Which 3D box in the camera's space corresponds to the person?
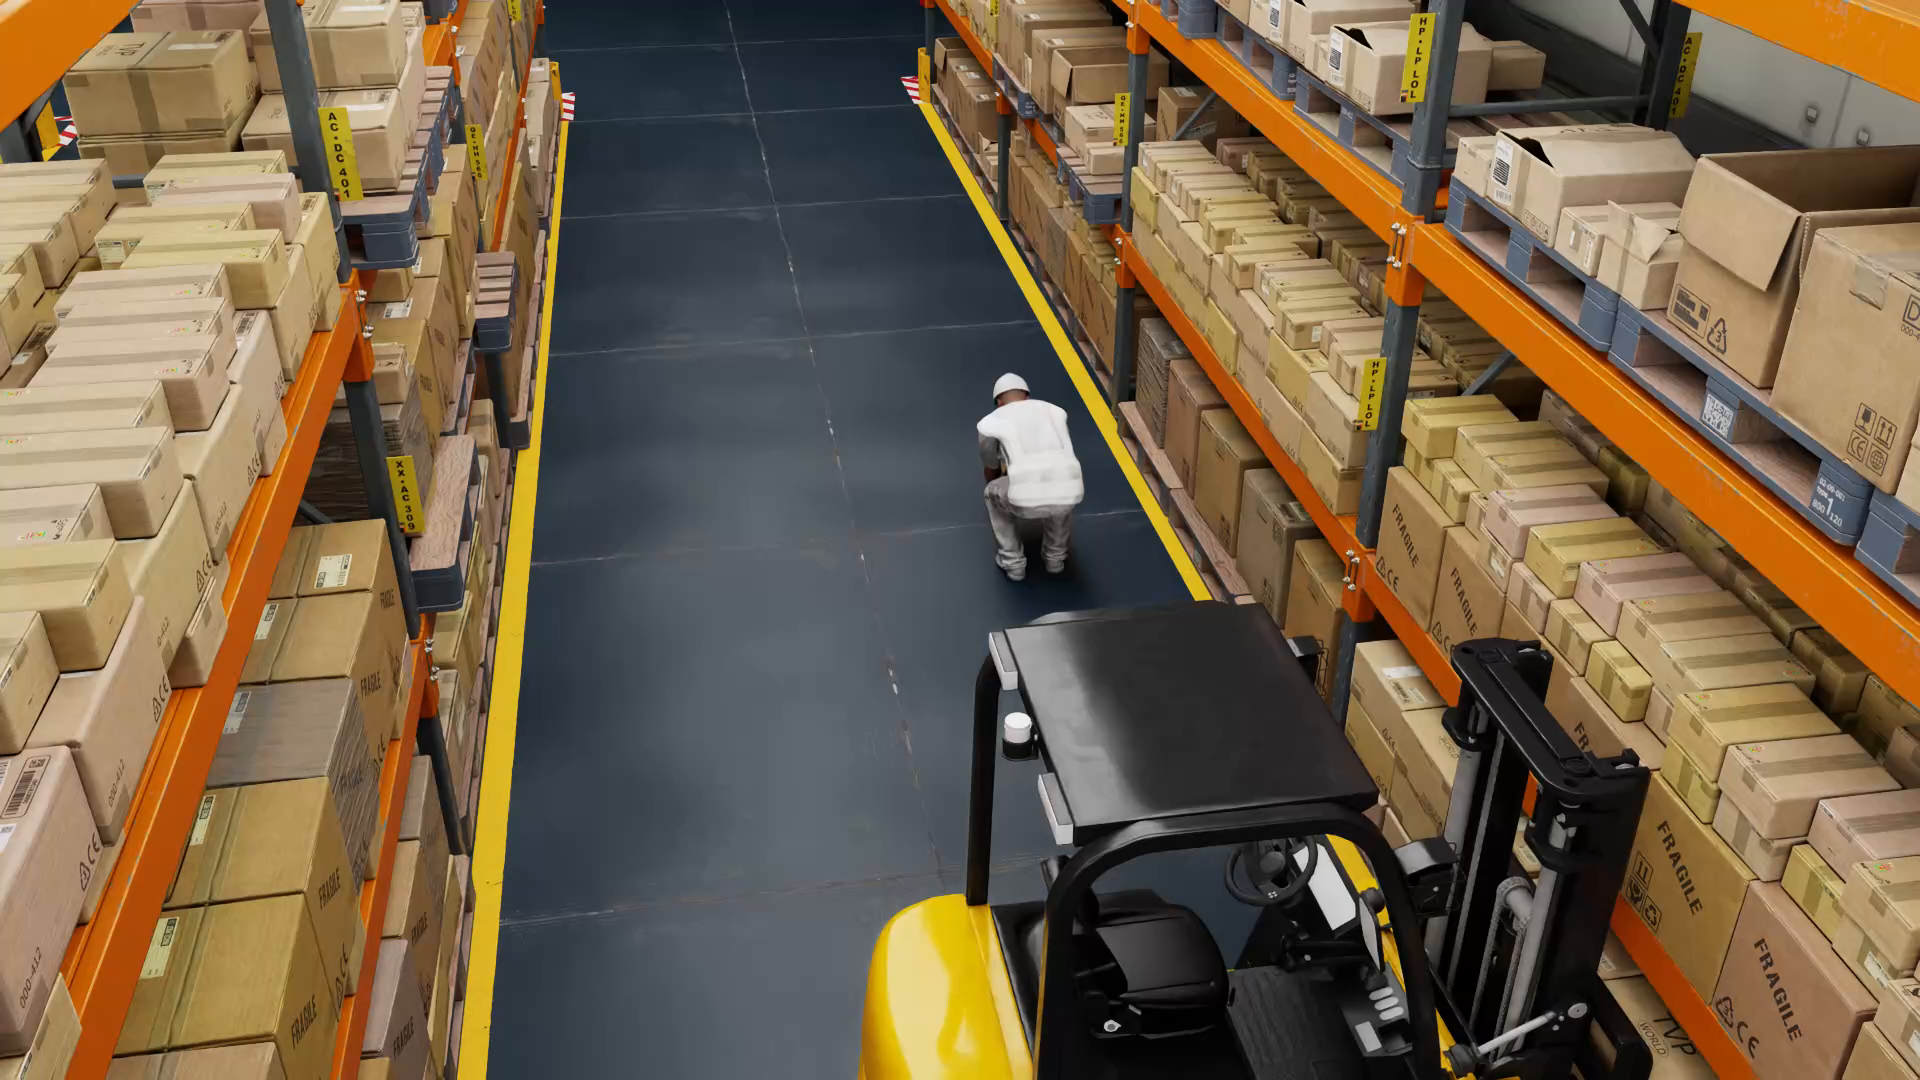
[{"bbox_3d":[0.381,-0.336,9.470,0.546,1.002,0.929,-6,31,-10],"label":"person"}]
